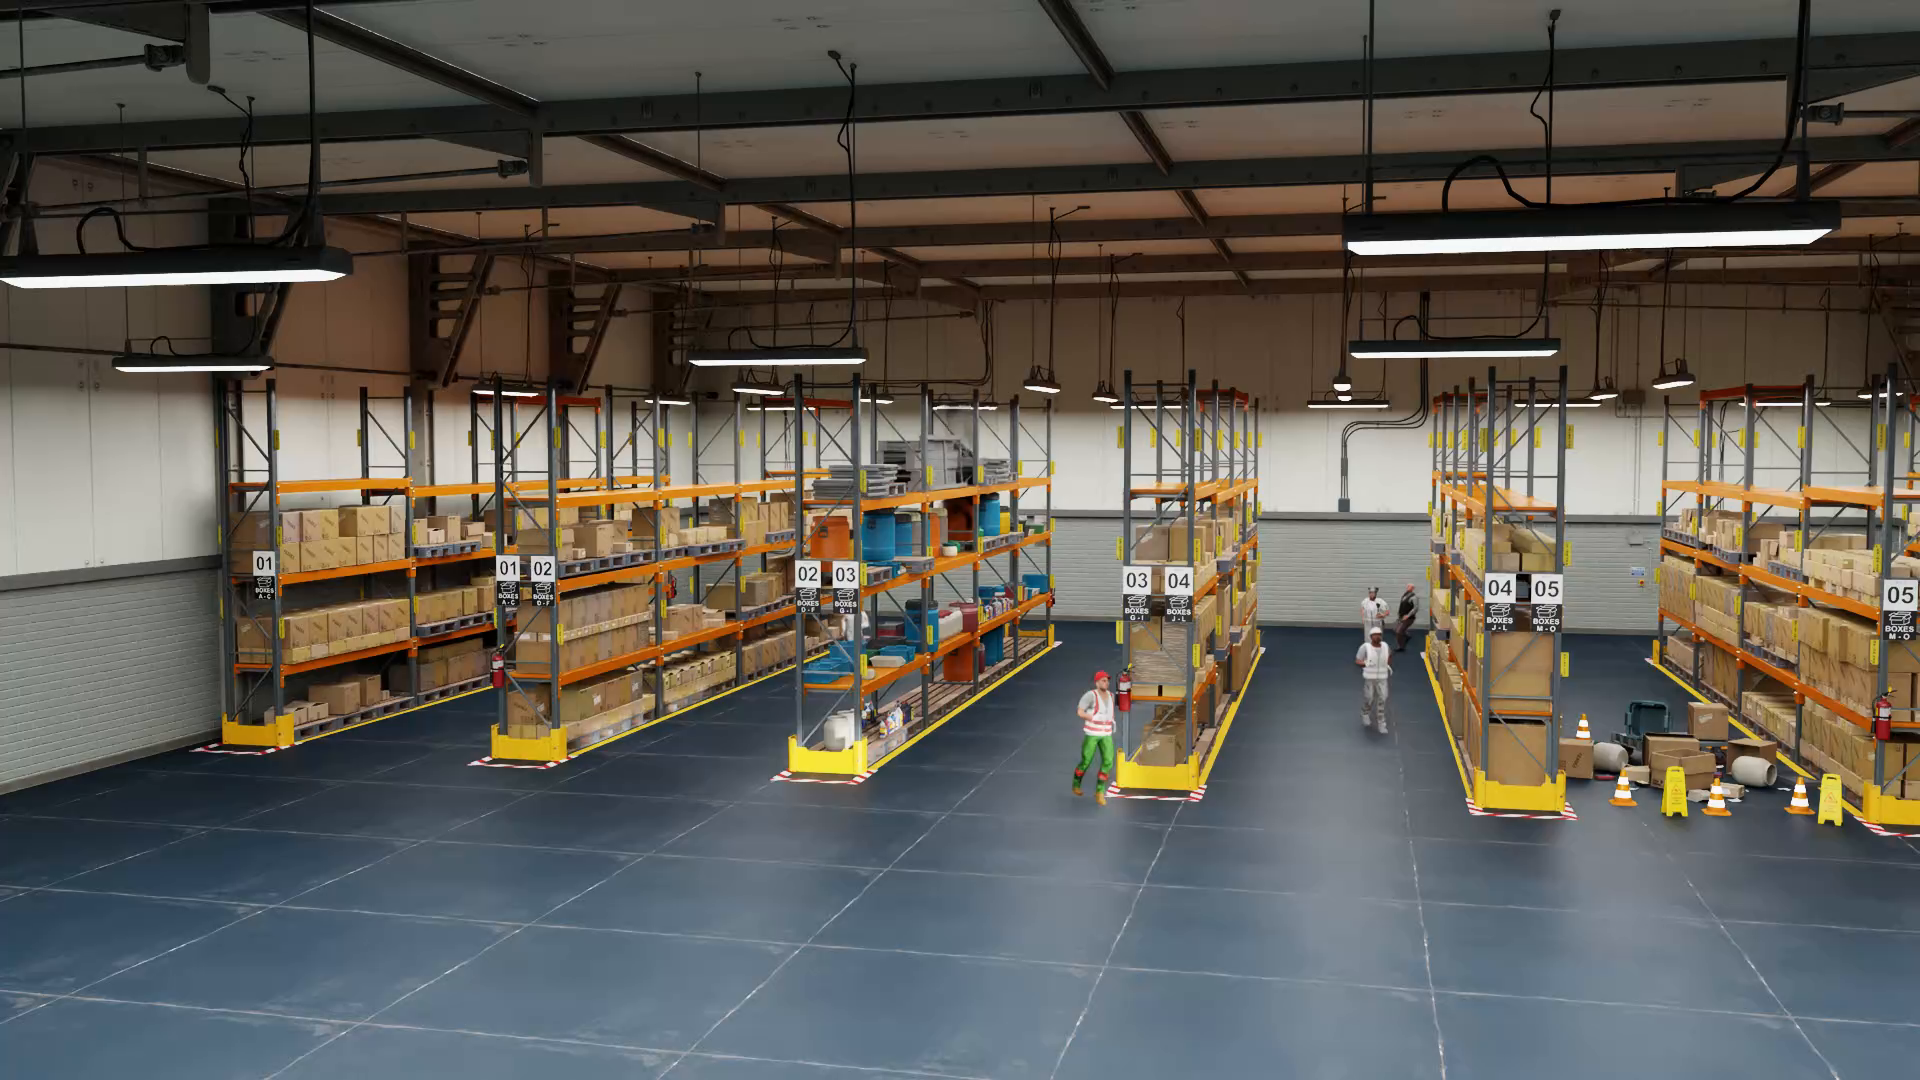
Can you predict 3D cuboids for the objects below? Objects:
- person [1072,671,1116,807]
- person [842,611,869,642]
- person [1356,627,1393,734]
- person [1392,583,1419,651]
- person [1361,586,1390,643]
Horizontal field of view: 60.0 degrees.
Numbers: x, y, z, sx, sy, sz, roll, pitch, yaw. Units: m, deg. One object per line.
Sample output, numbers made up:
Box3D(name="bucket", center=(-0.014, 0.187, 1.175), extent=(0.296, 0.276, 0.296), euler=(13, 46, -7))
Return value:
Box3D(name="person", center=(1.908, 2.715, 23.044), extent=(0.676, 1.807, 0.804), euler=(-2, 4, -25))
Box3D(name="person", center=(-2.195, 2.059, 34.852), extent=(0.587, 1.737, 0.807), euler=(0, 3, 2))
Box3D(name="person", center=(7.095, 2.366, 28.415), extent=(0.672, 1.762, 0.972), euler=(0, 3, -2))
Box3D(name="person", center=(10.554, 1.827, 39.240), extent=(0.540, 1.647, 0.685), euler=(-1, 4, -19))
Box3D(name="person", center=(9.153, 1.924, 36.709), extent=(0.647, 1.853, 0.807), euler=(1, 4, 20))
